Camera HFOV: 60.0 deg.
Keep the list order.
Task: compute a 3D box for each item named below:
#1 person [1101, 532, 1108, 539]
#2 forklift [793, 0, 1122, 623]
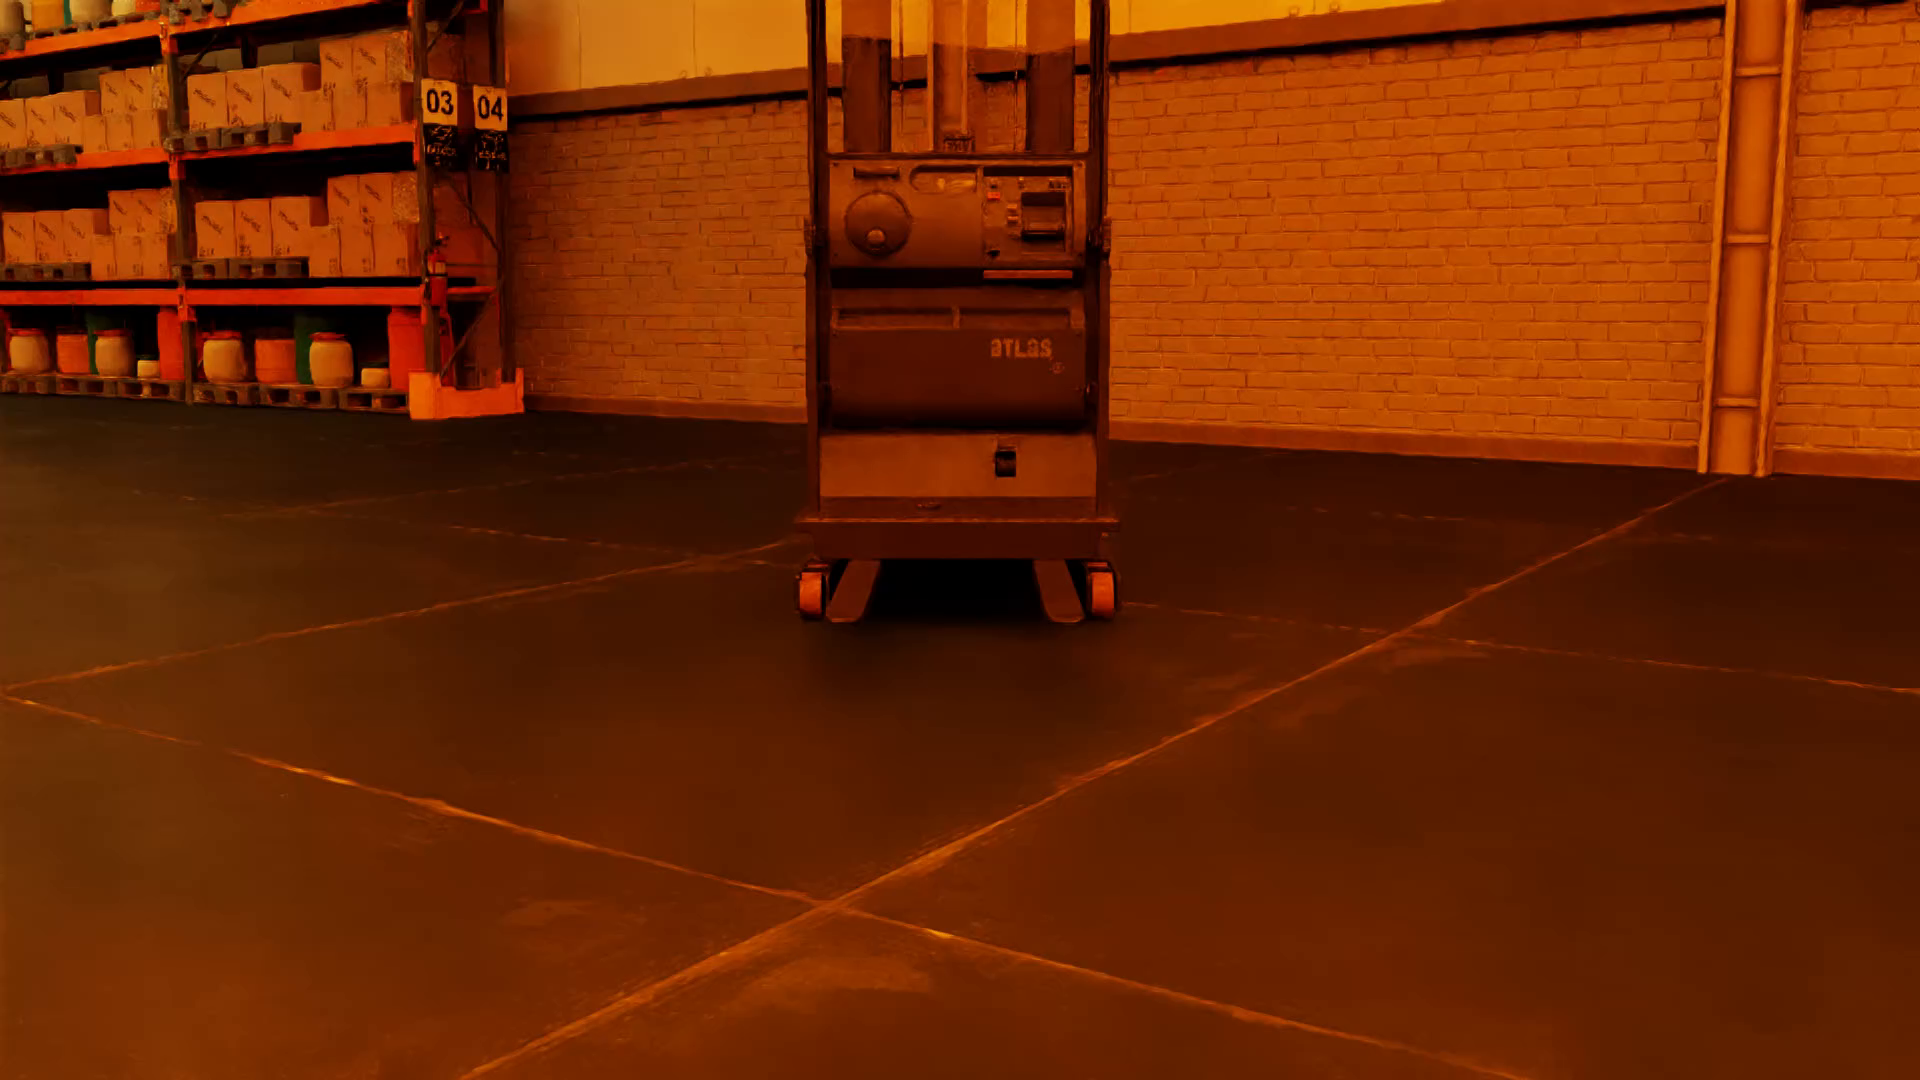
[{"bbox_3d":[0.359,-0.770,7.583,0.862,1.539,0.966,-5,9,-30],"label":"person"},{"bbox_3d":[-0.008,-1.226,5.814,1.130,2.935,3.031,0,8,0],"label":"forklift"}]
